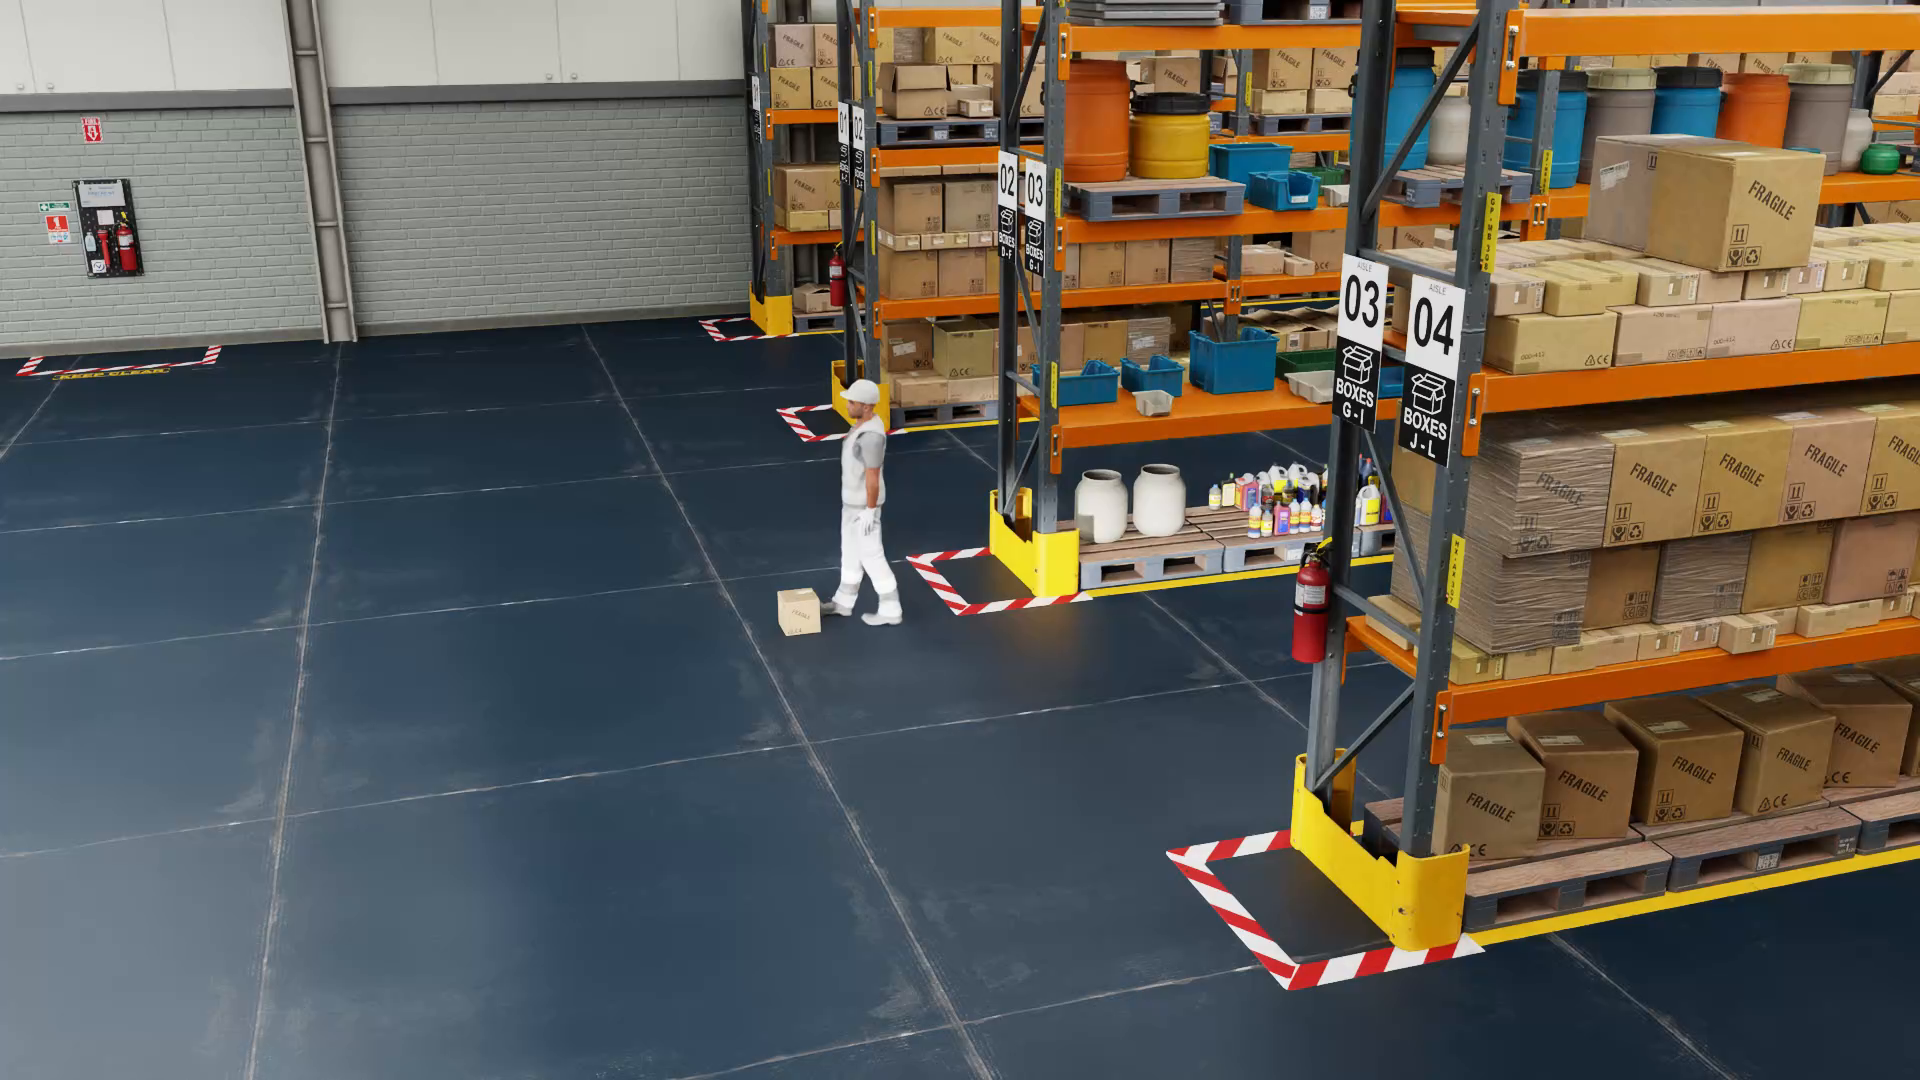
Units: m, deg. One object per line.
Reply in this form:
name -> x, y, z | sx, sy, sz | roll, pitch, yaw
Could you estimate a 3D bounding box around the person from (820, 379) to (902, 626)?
person -> -0.749, -0.266, 11.783 | 0.644, 1.792, 0.550 | -2, 19, -5
